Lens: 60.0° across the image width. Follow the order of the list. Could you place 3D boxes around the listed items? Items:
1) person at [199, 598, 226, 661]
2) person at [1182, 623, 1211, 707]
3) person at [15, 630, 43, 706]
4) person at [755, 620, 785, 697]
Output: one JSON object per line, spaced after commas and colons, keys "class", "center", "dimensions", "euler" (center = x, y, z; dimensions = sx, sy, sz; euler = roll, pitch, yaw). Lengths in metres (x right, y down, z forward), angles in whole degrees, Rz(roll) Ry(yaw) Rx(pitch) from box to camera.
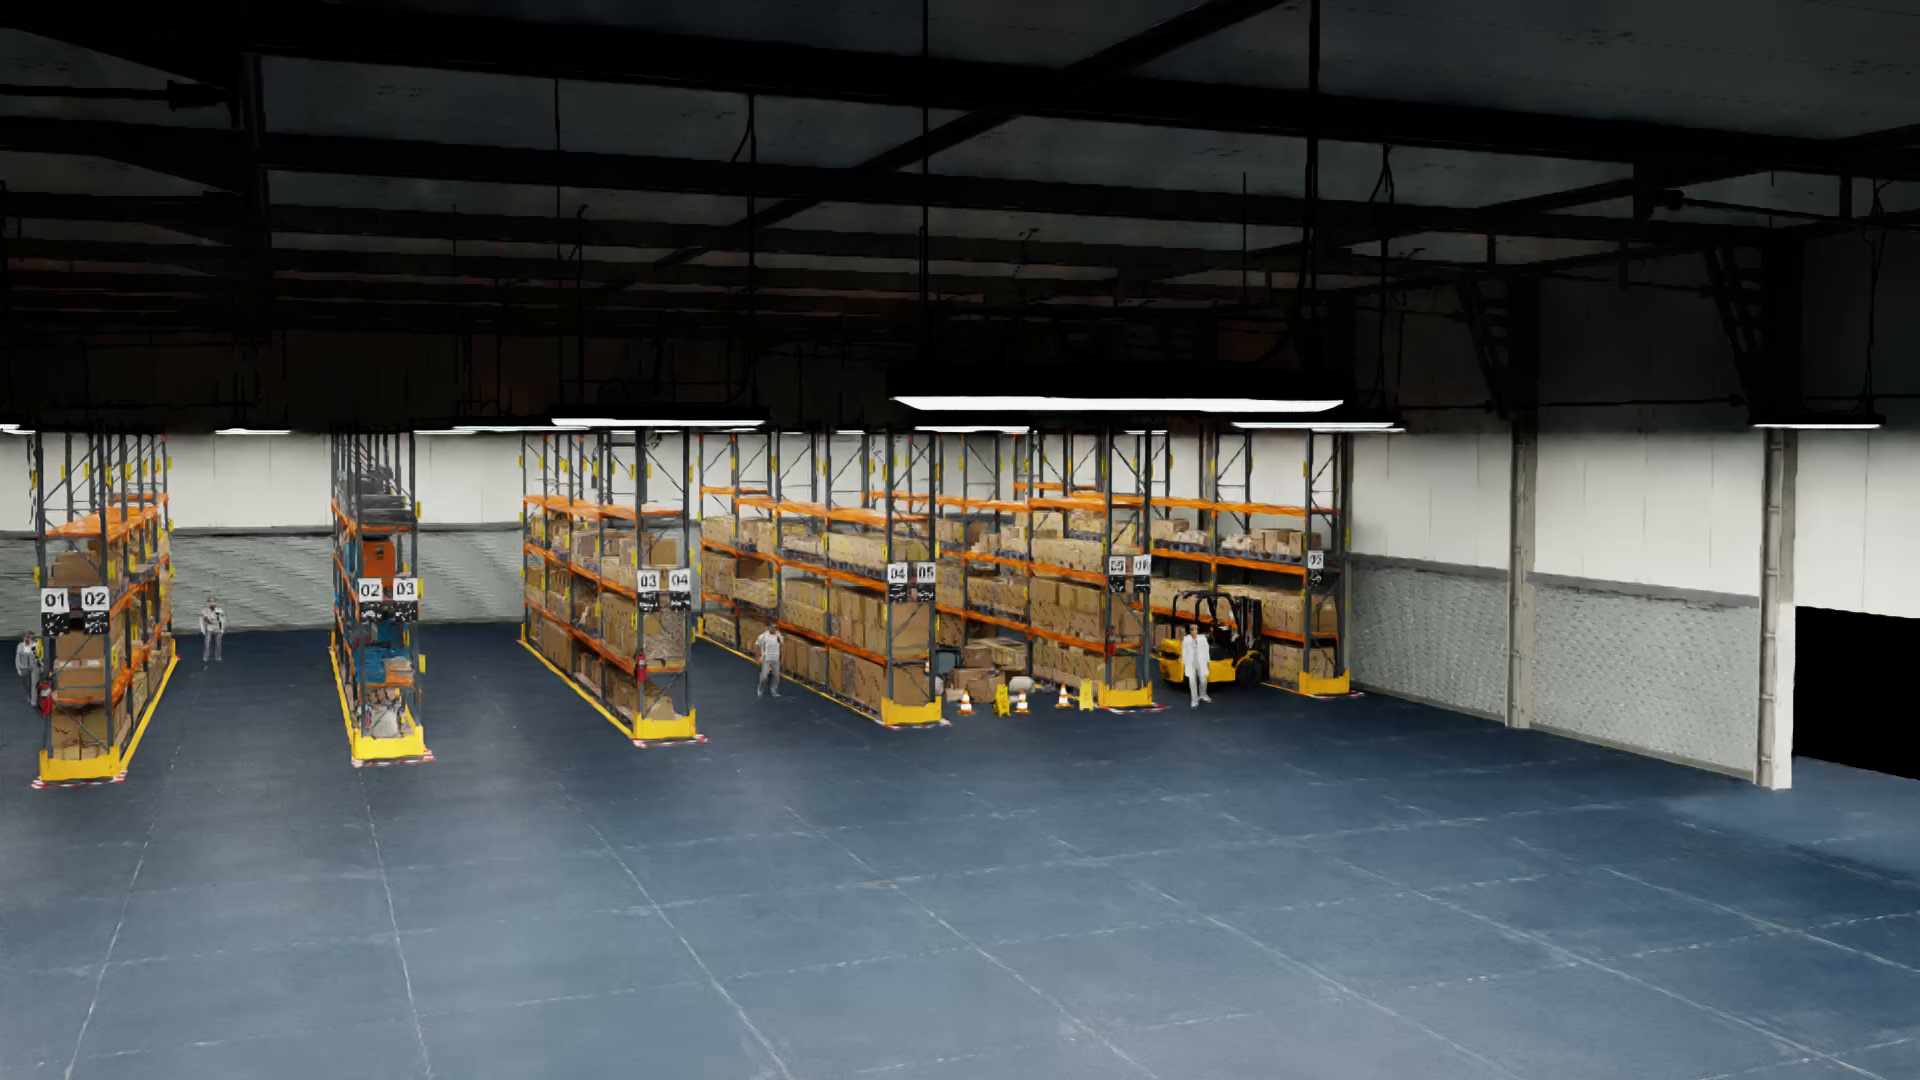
{"class": "person", "center": [-18.990, 2.275, 42.261], "dimensions": [0.639, 1.632, 0.512], "euler": [-2, 4, -24]}
{"class": "person", "center": [5.020, 2.635, 35.296], "dimensions": [0.619, 1.773, 0.598], "euler": [1, 4, 13]}
{"class": "person", "center": [-19.813, 2.698, 35.373], "dimensions": [0.495, 1.589, 1.086], "euler": [-1, 4, -20]}
{"class": "person", "center": [-4.164, 2.592, 36.469], "dimensions": [0.682, 1.715, 0.542], "euler": [-2, 4, -24]}
